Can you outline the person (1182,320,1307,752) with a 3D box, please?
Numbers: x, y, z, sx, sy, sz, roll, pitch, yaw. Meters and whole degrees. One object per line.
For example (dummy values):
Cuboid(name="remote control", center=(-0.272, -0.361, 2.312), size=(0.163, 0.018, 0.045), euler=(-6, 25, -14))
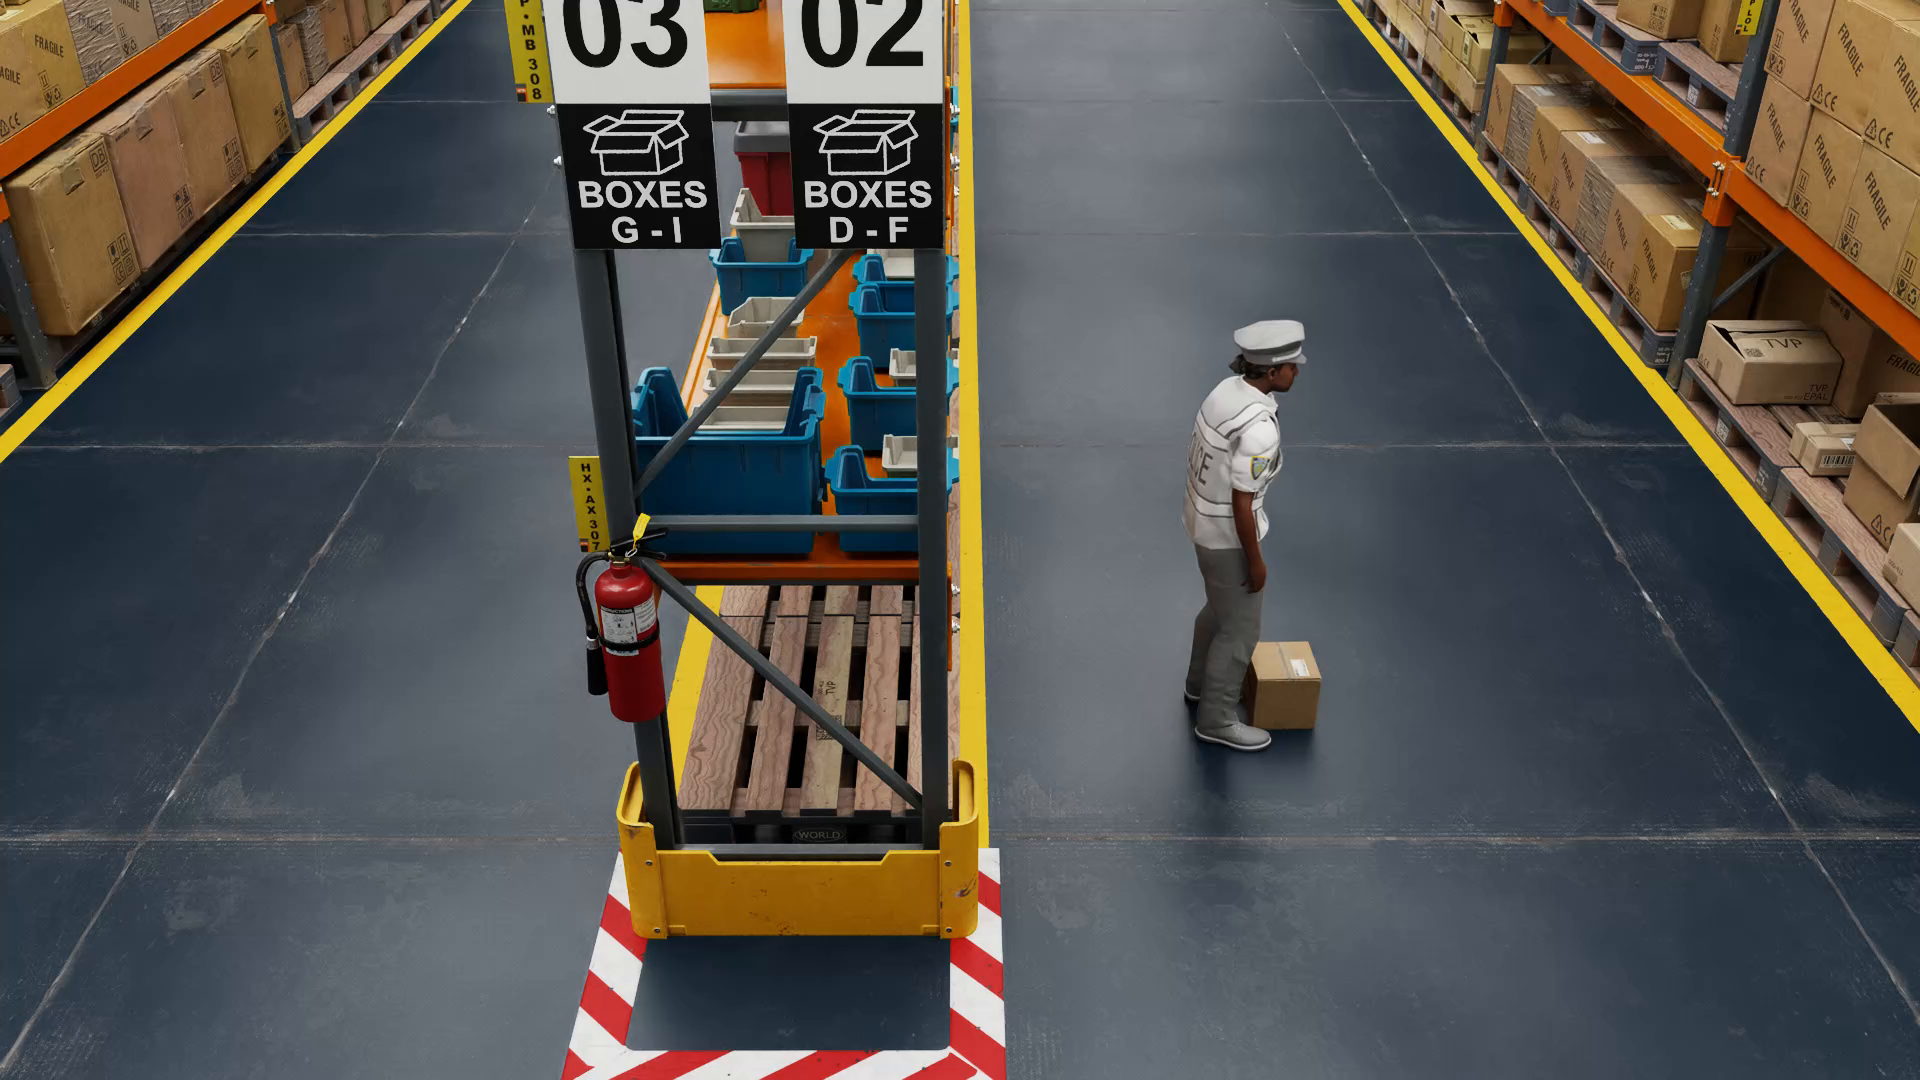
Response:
Cuboid(name="person", center=(1.035, -0.020, 6.225), size=(0.393, 1.660, 0.532), euler=(-2, 31, -3))
